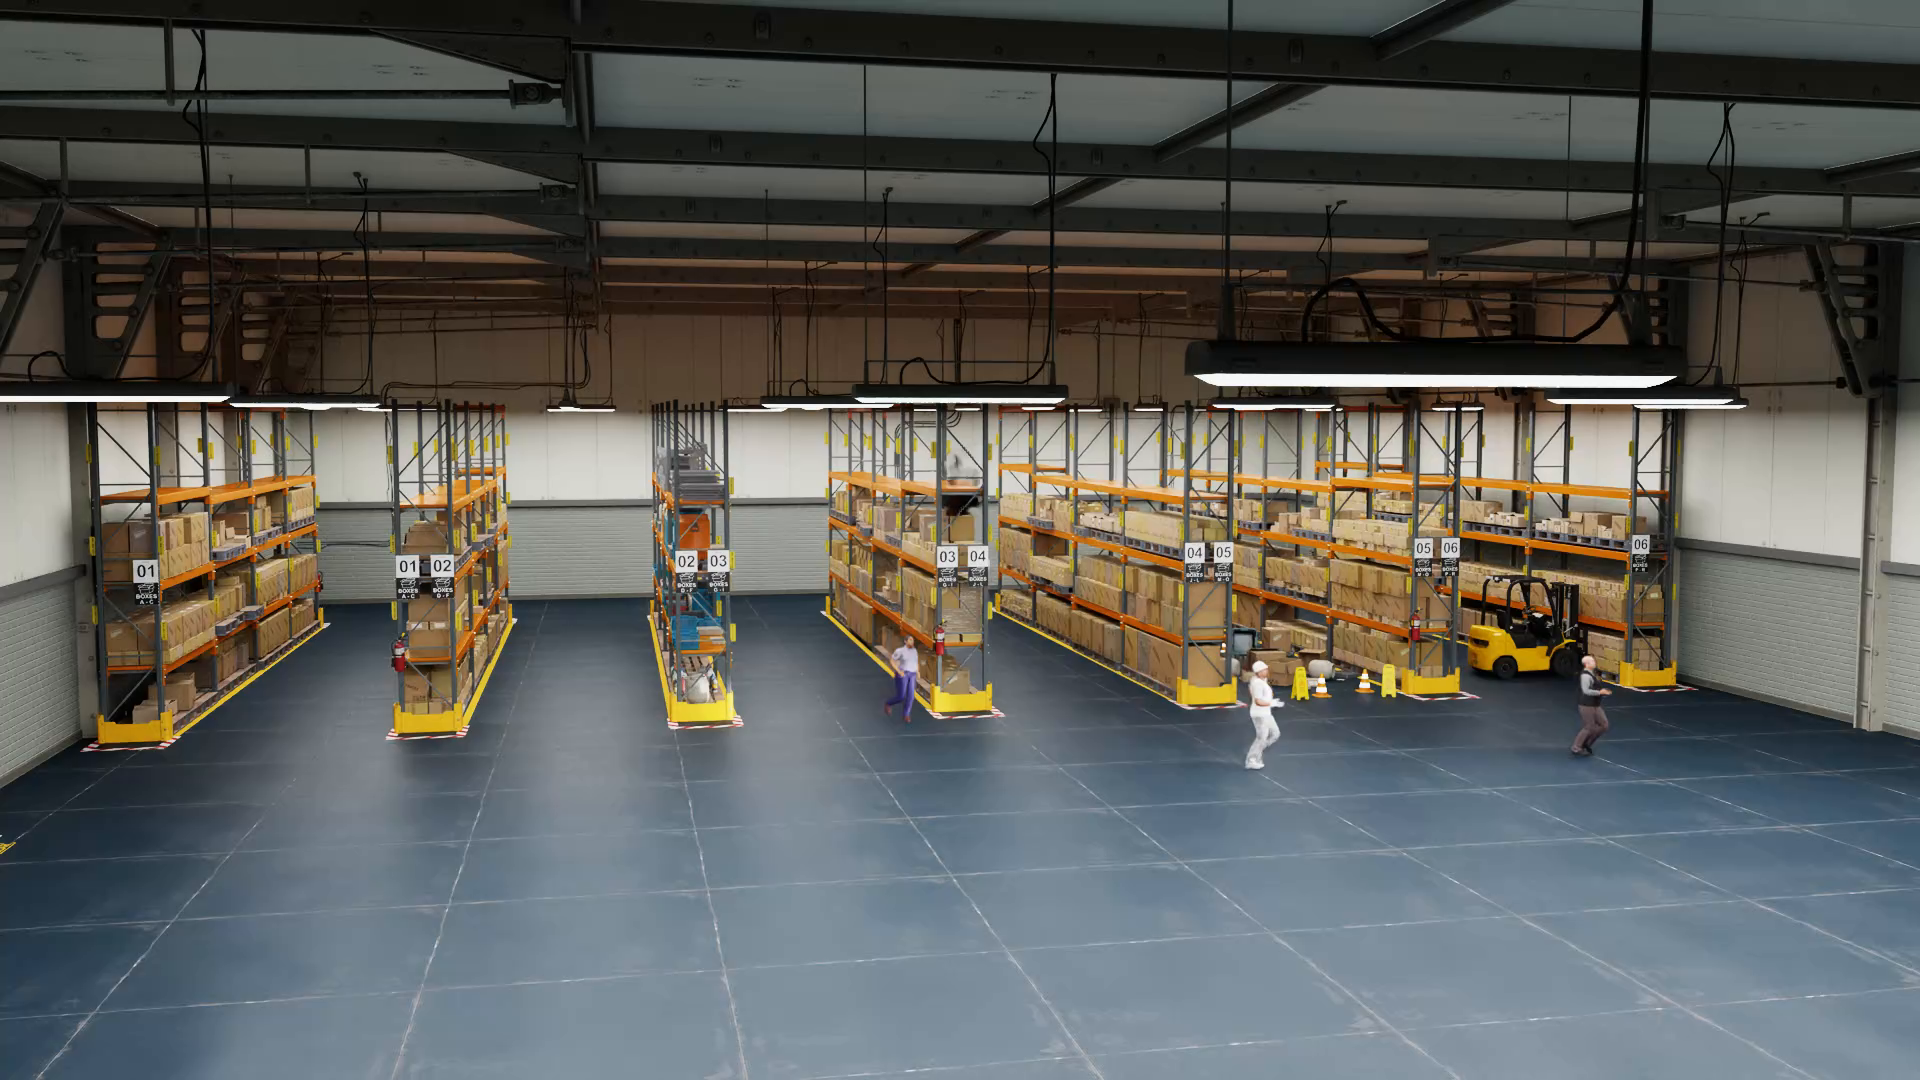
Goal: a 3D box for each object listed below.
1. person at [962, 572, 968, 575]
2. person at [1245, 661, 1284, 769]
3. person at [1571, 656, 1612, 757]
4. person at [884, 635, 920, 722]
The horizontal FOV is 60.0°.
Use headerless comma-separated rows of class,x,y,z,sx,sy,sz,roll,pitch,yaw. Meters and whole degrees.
person,-0.125,1.246,48.042,0.766,1.702,0.631,1,5,19
person,4.921,2.817,26.799,0.629,1.743,0.656,1,4,16
person,10.541,2.787,27.702,0.647,1.714,0.642,3,5,33
person,-0.997,2.579,31.250,0.664,1.593,0.751,-3,5,-36
